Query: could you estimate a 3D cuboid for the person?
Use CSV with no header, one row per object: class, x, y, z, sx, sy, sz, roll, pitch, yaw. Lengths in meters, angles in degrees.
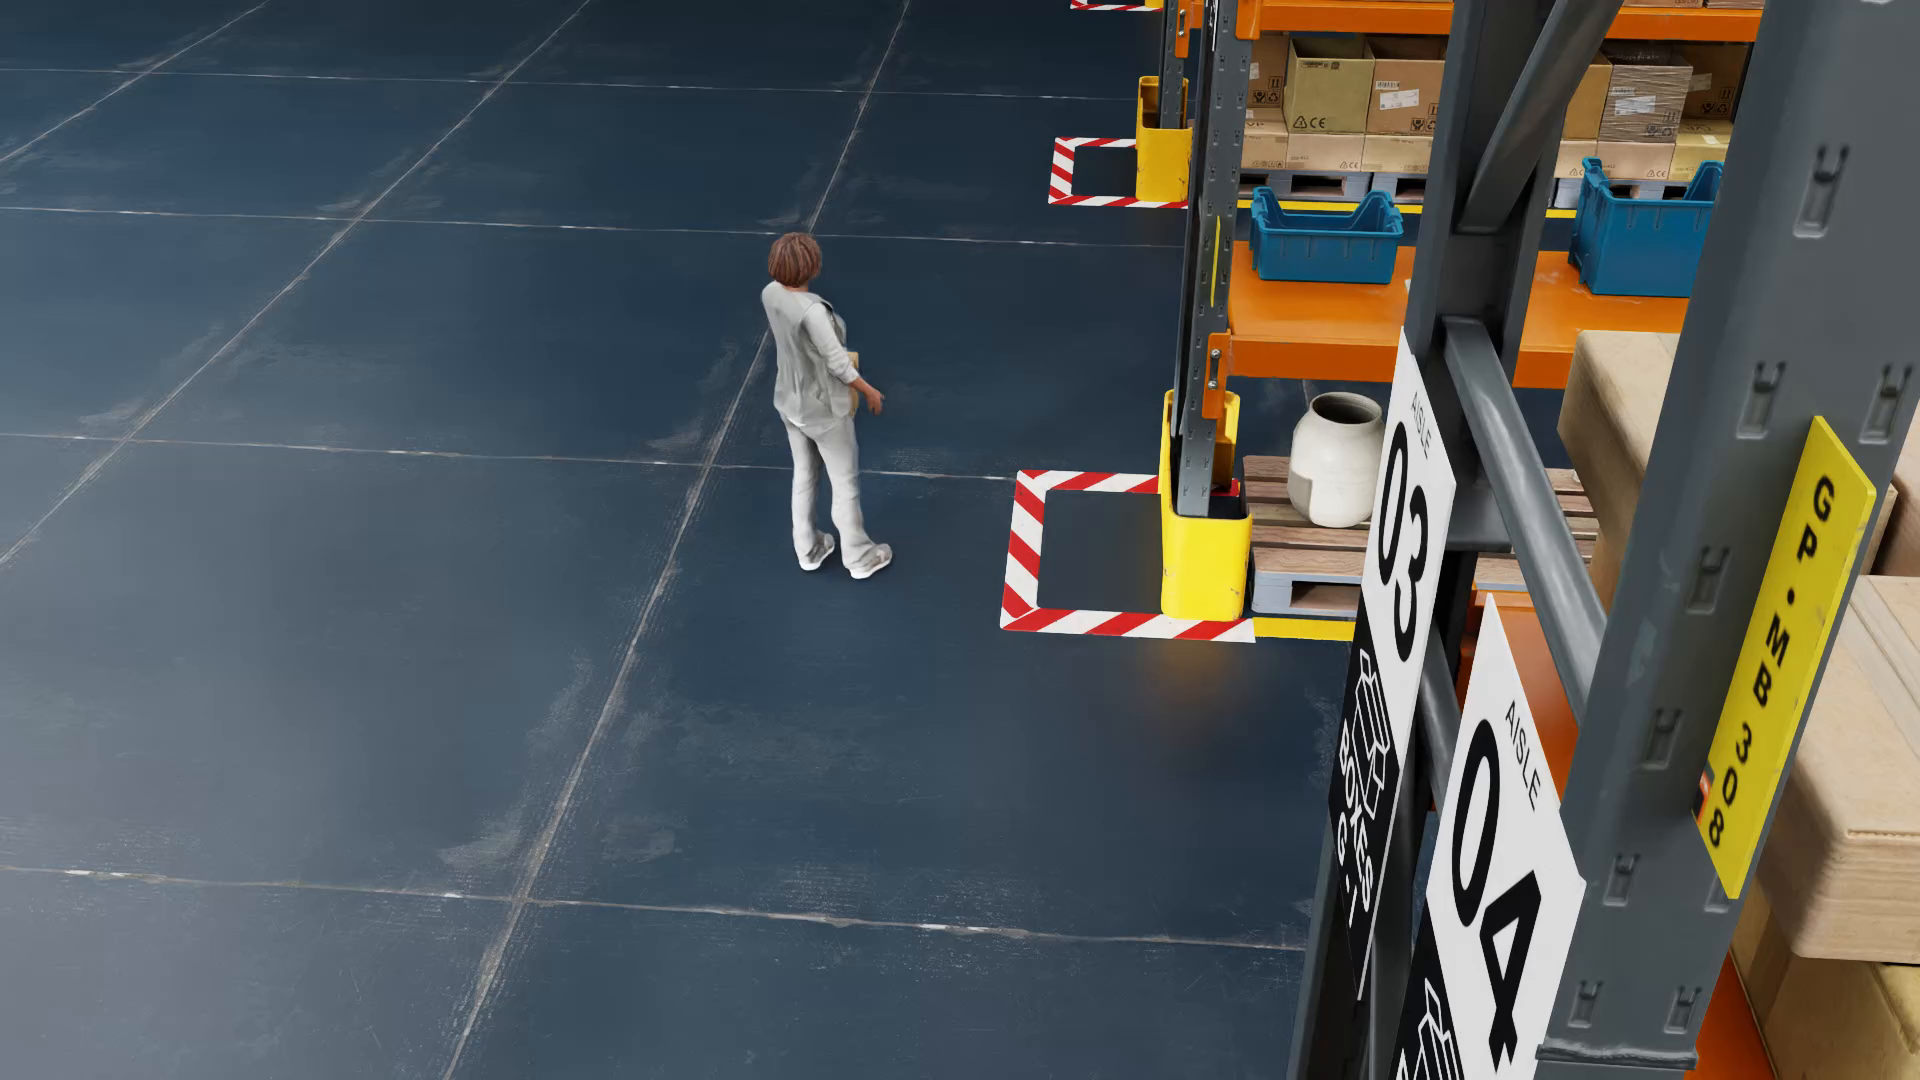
person,-0.560,-0.576,7.041,0.451,1.595,0.444,-24,40,-33
